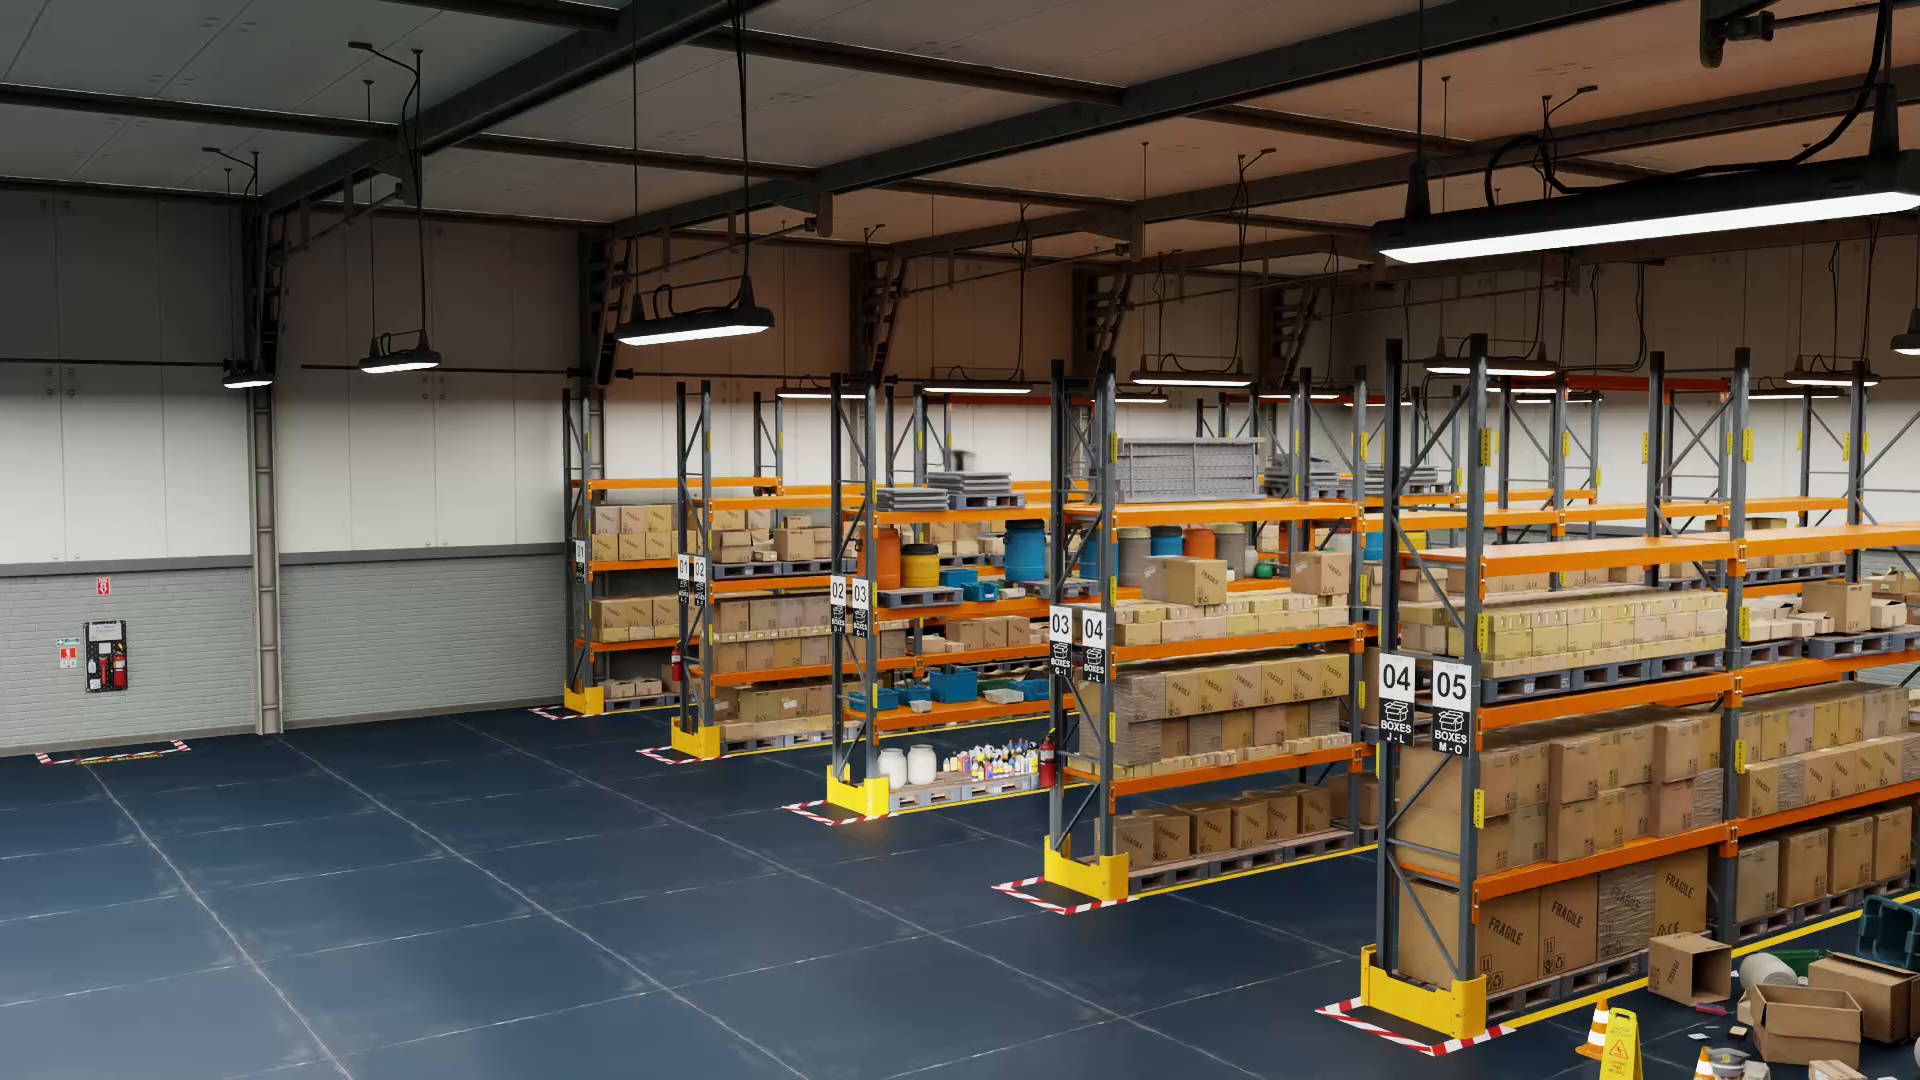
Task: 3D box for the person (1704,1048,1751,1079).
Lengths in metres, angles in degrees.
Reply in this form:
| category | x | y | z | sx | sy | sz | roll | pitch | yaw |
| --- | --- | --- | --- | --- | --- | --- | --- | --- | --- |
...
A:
| category | x | y | z | sx | sy | sz | roll | pitch | yaw |
| --- | --- | --- | --- | --- | --- | --- | --- | --- | --- |
| person | 4.579 | 3.735 | 9.981 | 0.635 | 1.594 | 0.840 | 0 | 4 | 4 |
